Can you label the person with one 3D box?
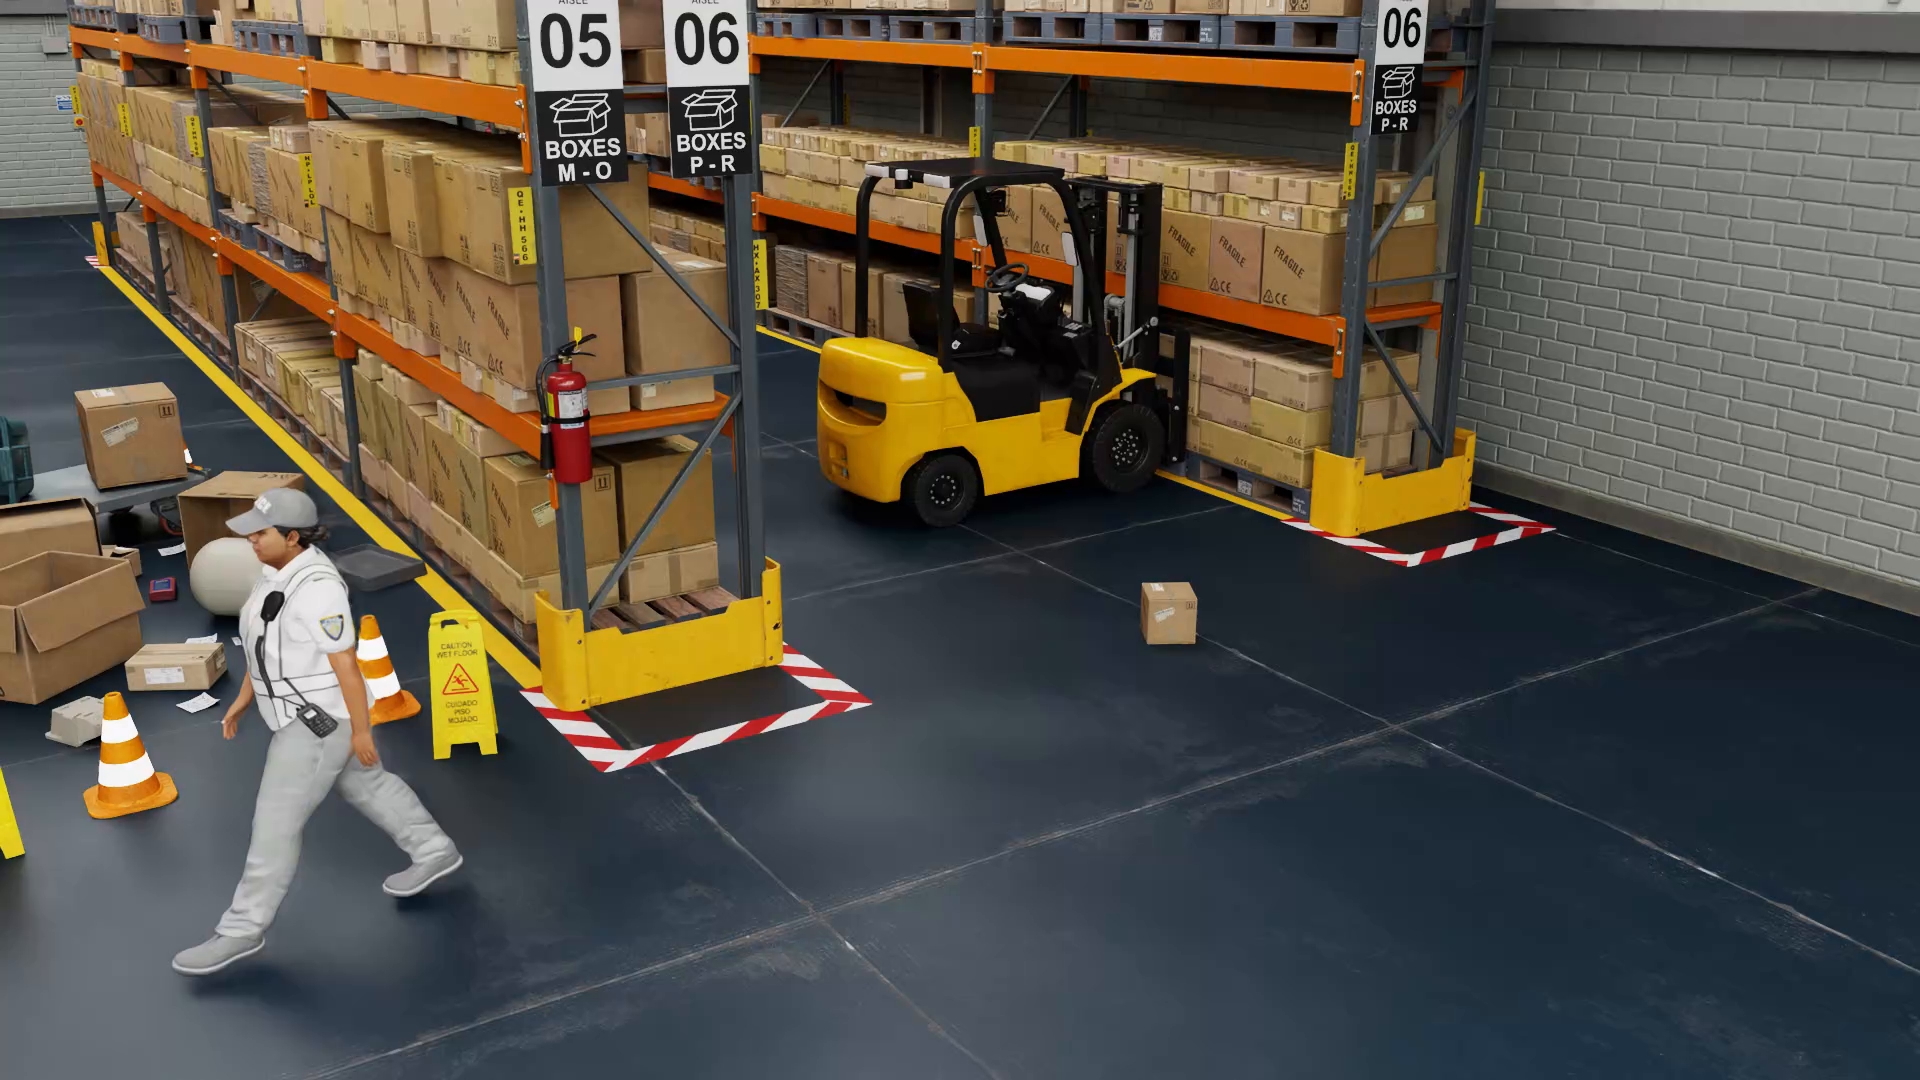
[{"bbox_3d":[-2.291,0.589,5.736,1.028,1.596,0.496,-11,21,-29],"label":"person"}]
